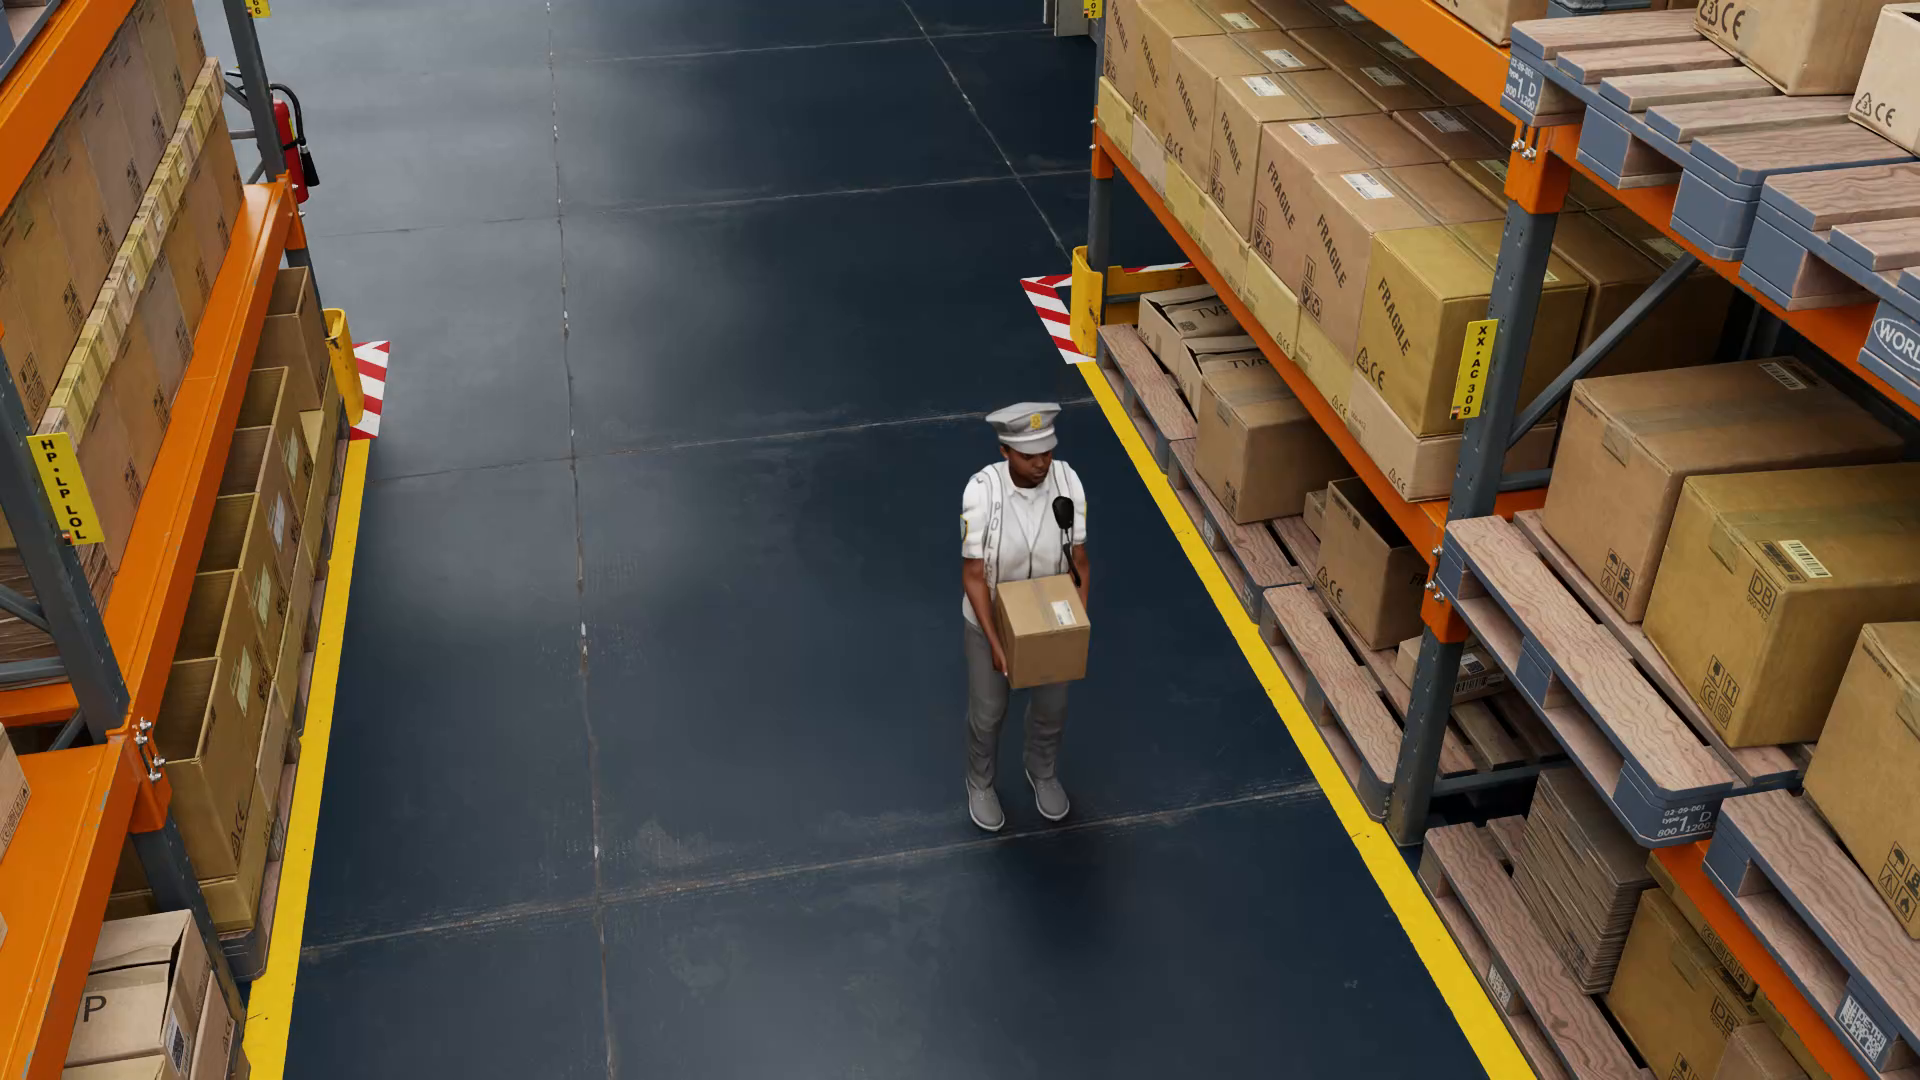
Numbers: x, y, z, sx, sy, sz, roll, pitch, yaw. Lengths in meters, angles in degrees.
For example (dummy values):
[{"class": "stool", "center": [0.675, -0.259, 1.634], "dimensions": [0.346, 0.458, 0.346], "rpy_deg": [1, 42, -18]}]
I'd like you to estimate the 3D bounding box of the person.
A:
[{"class": "person", "center": [0.226, 0.308, 5.679], "dimensions": [0.441, 1.692, 0.514], "rpy_deg": [-8, 35, -11]}]
